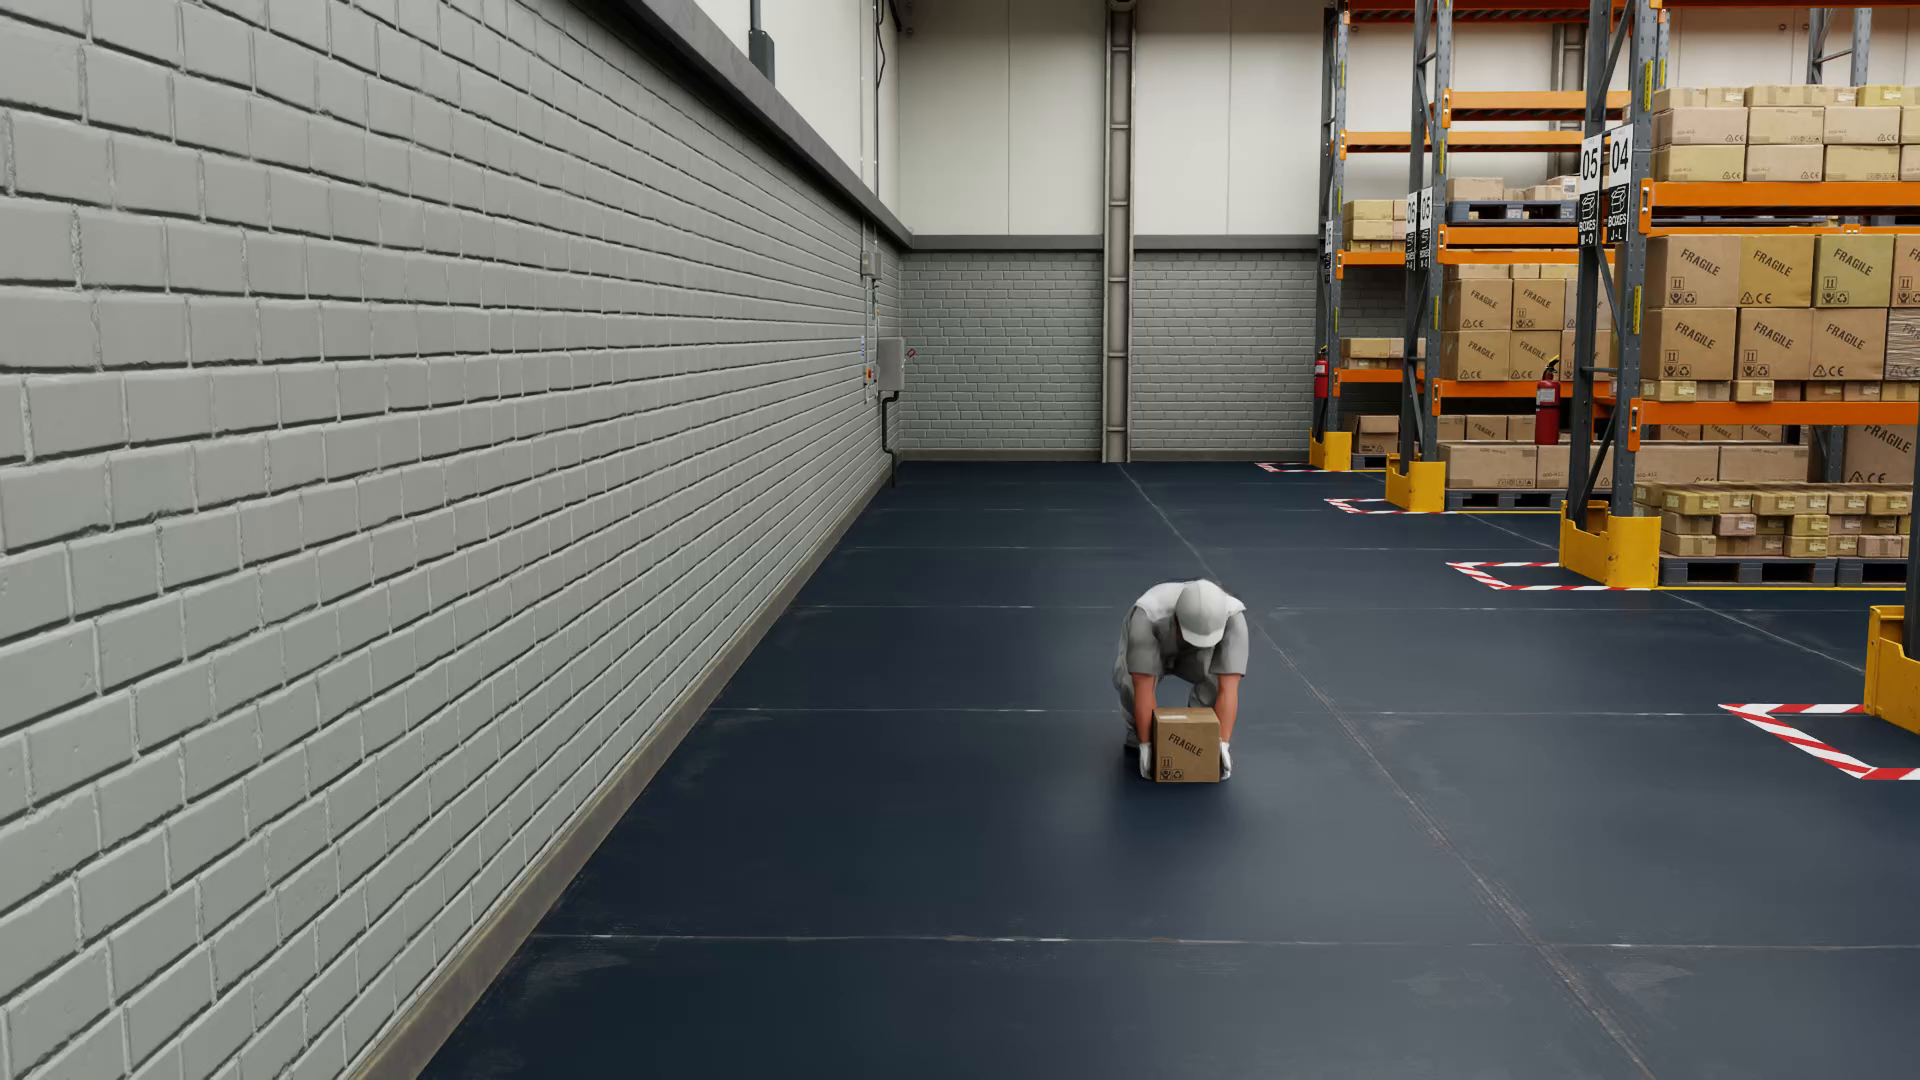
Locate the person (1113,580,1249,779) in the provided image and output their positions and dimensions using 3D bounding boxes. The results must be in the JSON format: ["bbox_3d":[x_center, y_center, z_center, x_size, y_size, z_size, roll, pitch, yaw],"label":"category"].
[{"bbox_3d":[0.921,0.550,7.010,0.552,0.874,0.910,0,7,1],"label":"person"}]
